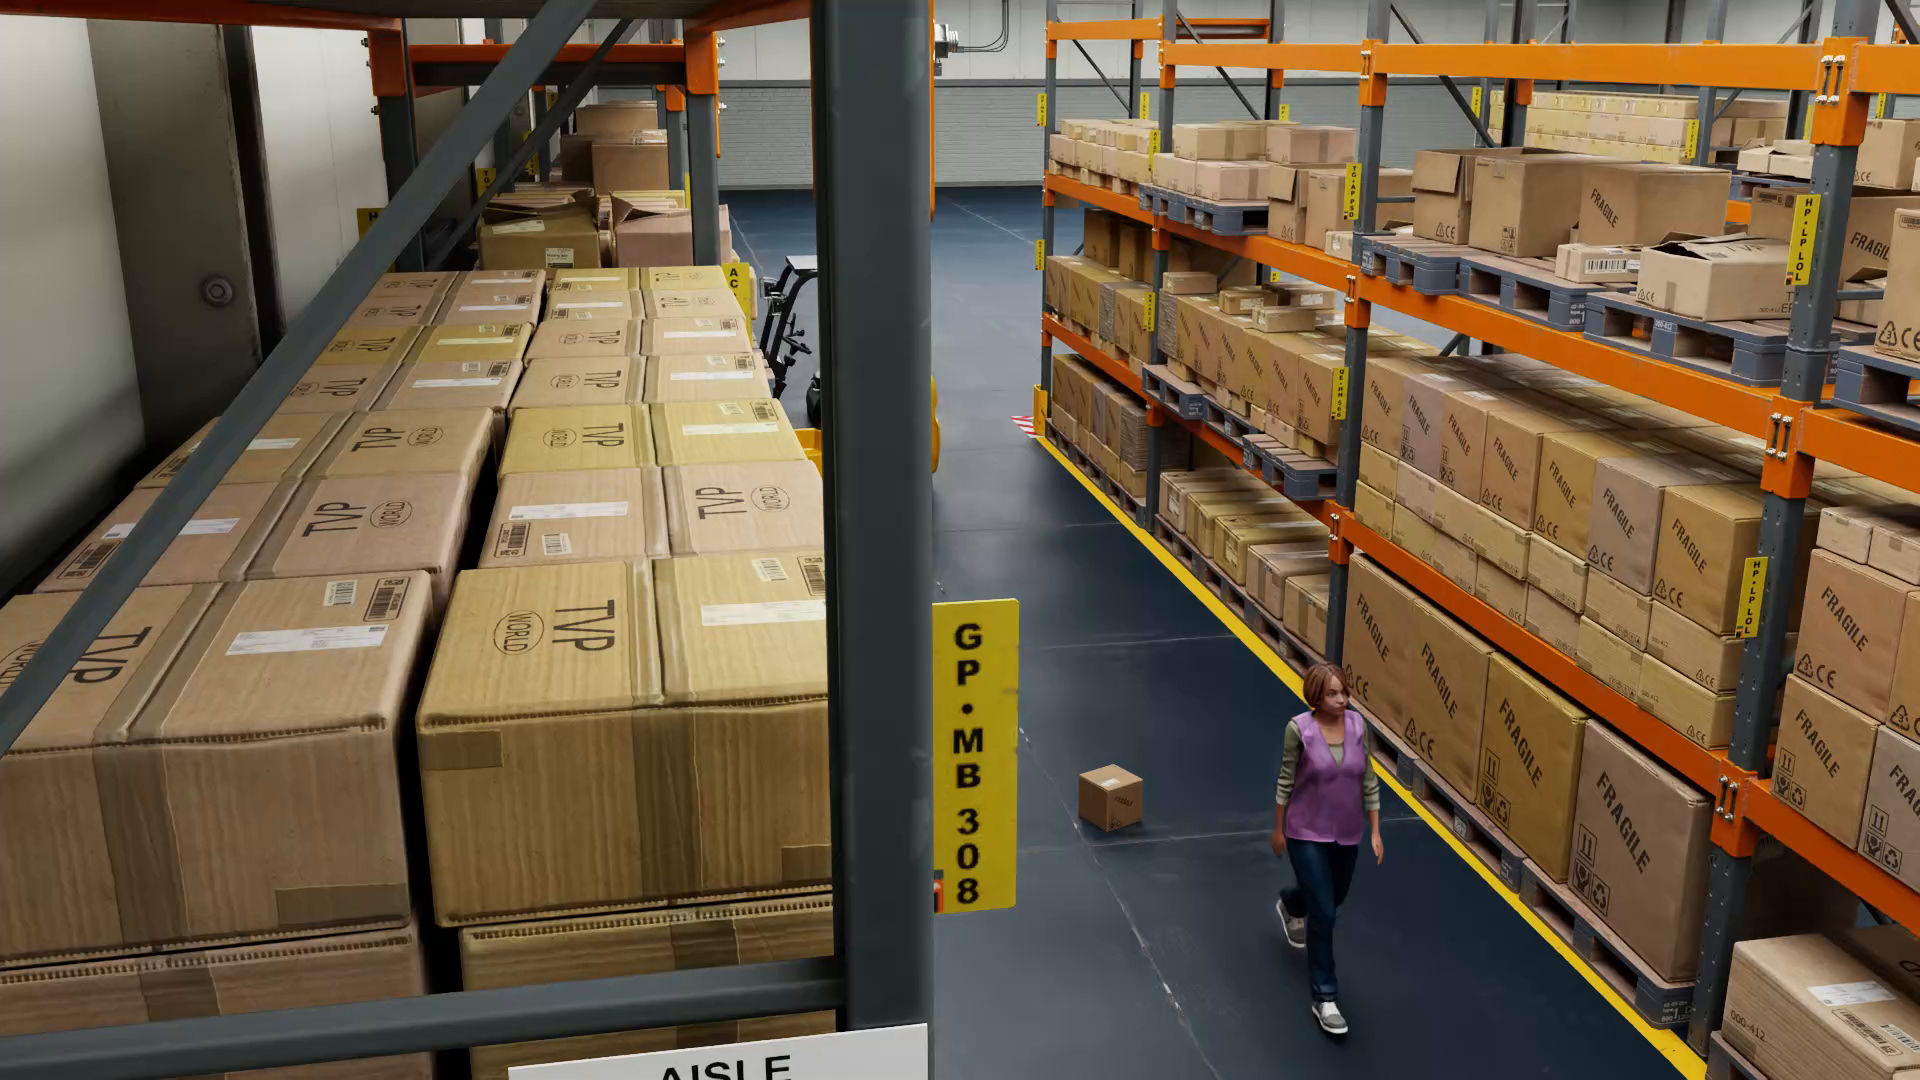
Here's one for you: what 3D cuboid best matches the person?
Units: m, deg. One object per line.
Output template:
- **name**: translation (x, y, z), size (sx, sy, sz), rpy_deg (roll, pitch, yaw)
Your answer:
- **person**: translation (1.601, 1.263, 7.302), size (0.430, 1.556, 0.867), rpy_deg (-4, 17, -14)
